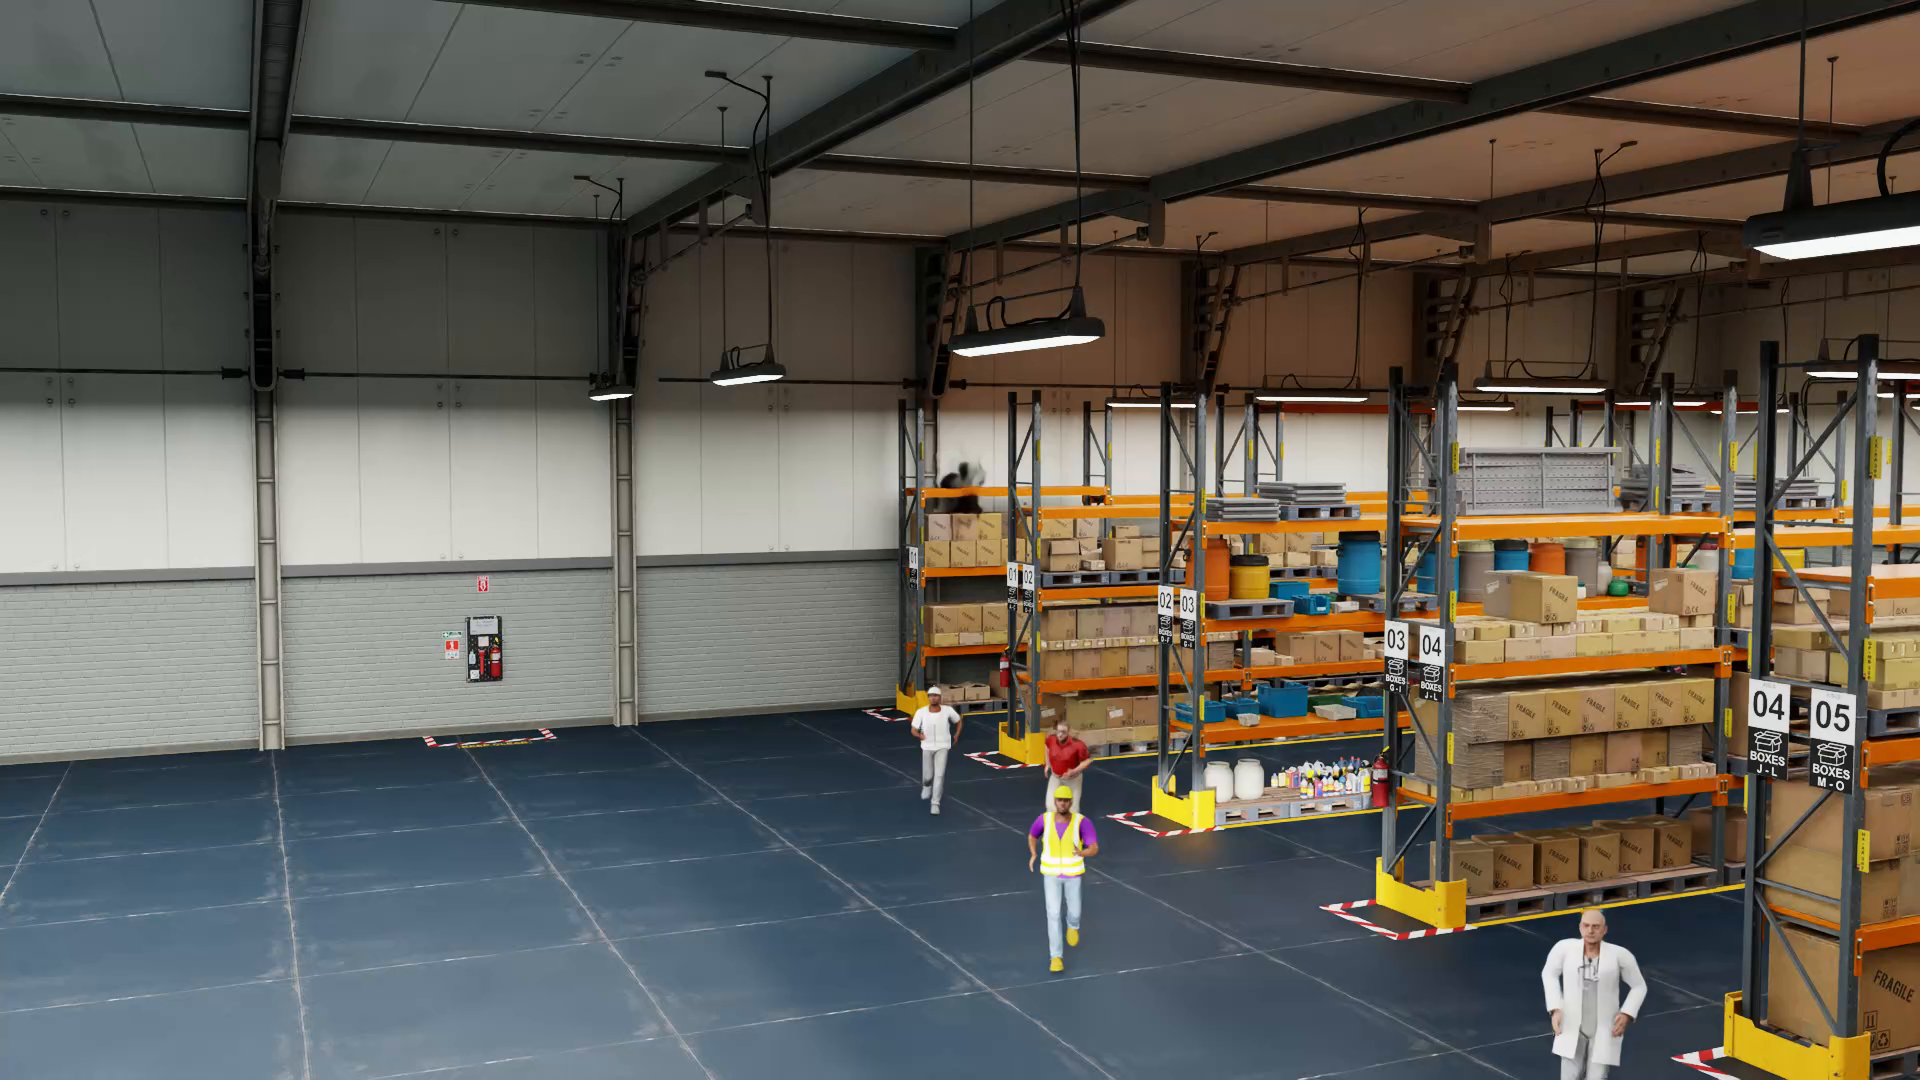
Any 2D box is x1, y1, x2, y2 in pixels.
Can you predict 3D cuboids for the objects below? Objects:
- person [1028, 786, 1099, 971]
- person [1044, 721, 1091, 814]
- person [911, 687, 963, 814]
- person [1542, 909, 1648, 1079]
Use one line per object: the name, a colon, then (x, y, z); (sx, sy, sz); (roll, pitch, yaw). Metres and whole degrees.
person: (1.019, 3.306, 16.497); (0.710, 1.747, 0.963); (0, 3, 5)
person: (1.405, 3.122, 21.473); (0.674, 1.672, 0.960); (1, 4, 20)
person: (-0.340, 2.935, 23.361); (0.715, 1.712, 0.931); (0, 3, 4)
person: (4.657, 3.578, 12.241); (0.731, 1.749, 0.598); (2, 4, 25)
